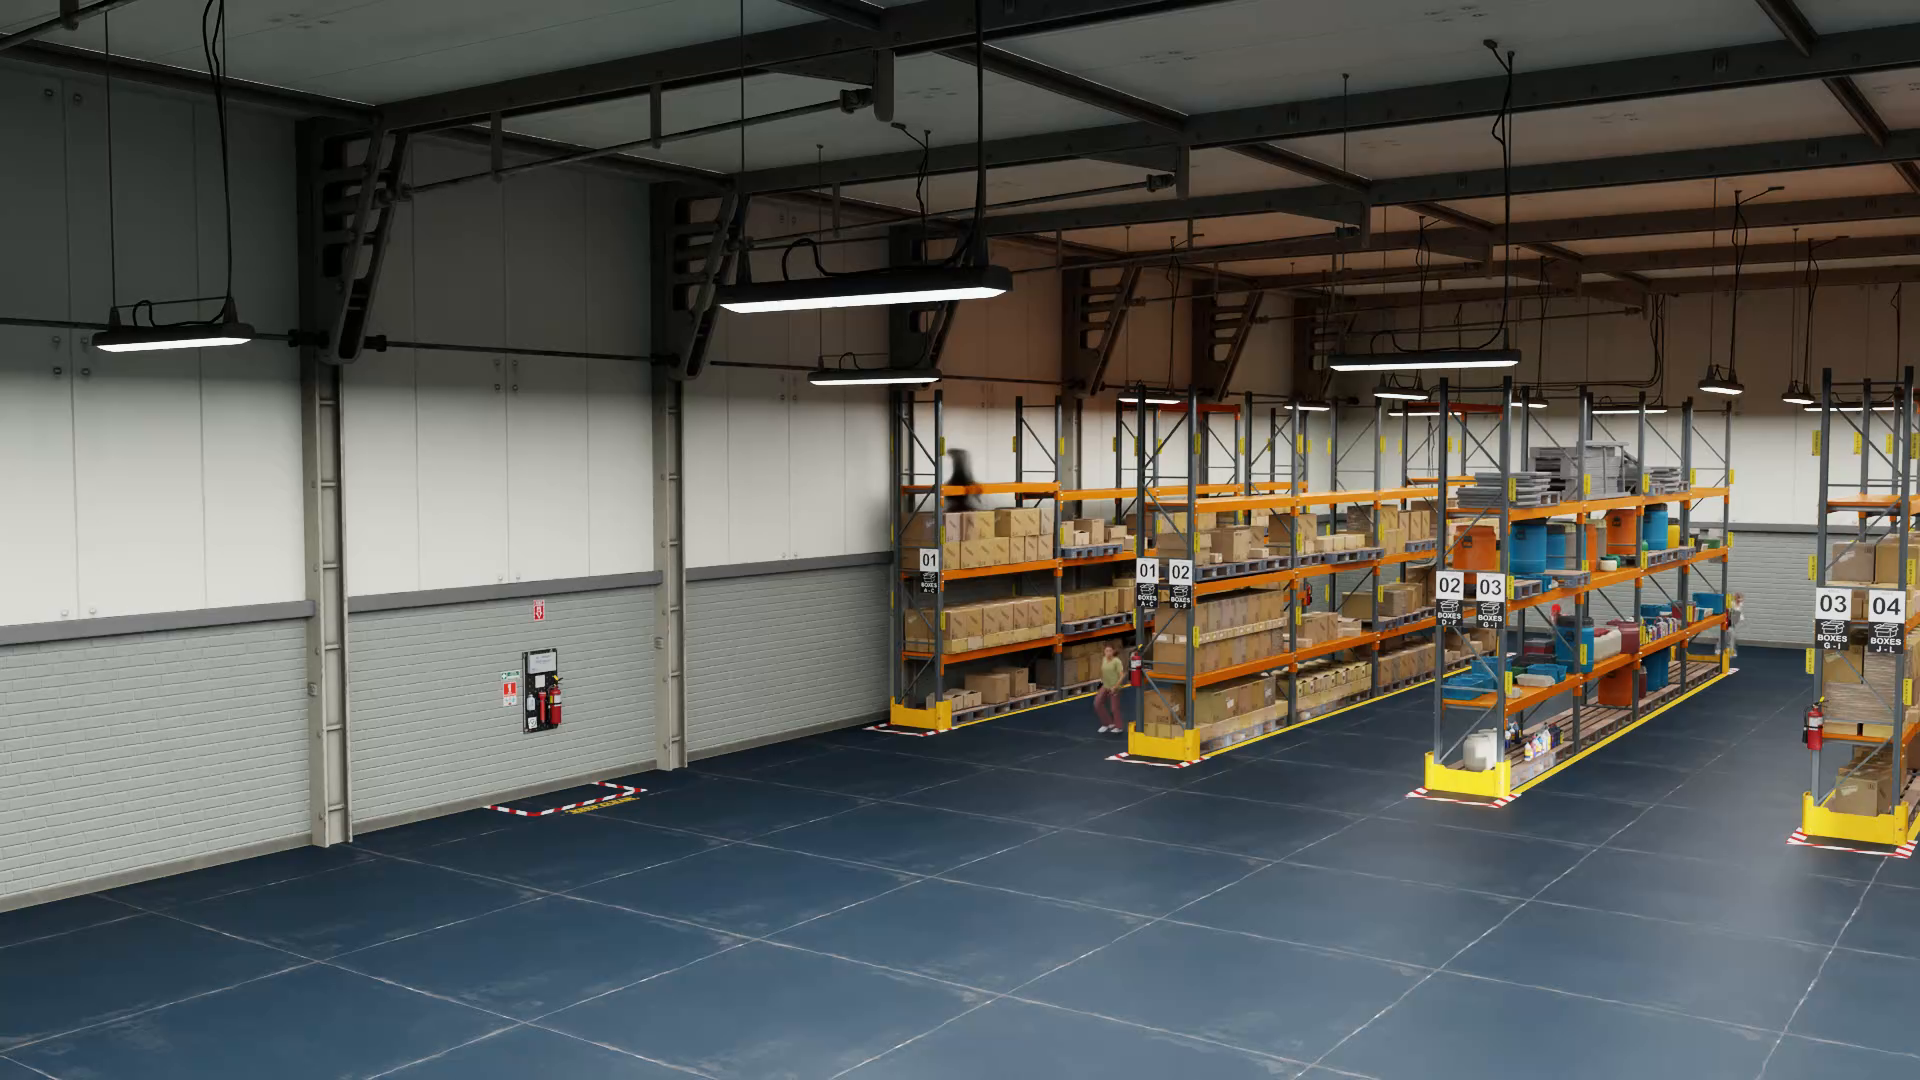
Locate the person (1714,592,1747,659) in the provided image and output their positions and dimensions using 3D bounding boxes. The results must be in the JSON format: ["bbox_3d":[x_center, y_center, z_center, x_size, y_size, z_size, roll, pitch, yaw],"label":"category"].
[{"bbox_3d":[18.325,2.015,39.563,0.457,1.564,0.789,-2,4,-26],"label":"person"}]

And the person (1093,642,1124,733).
[{"bbox_3d":[2.651,2.560,28.754,0.560,1.610,0.705,3,4,40],"label":"person"}]

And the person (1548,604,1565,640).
[{"bbox_3d":[13.028,2.149,36.060,1.113,1.594,0.701,-3,5,-45],"label":"person"}]
